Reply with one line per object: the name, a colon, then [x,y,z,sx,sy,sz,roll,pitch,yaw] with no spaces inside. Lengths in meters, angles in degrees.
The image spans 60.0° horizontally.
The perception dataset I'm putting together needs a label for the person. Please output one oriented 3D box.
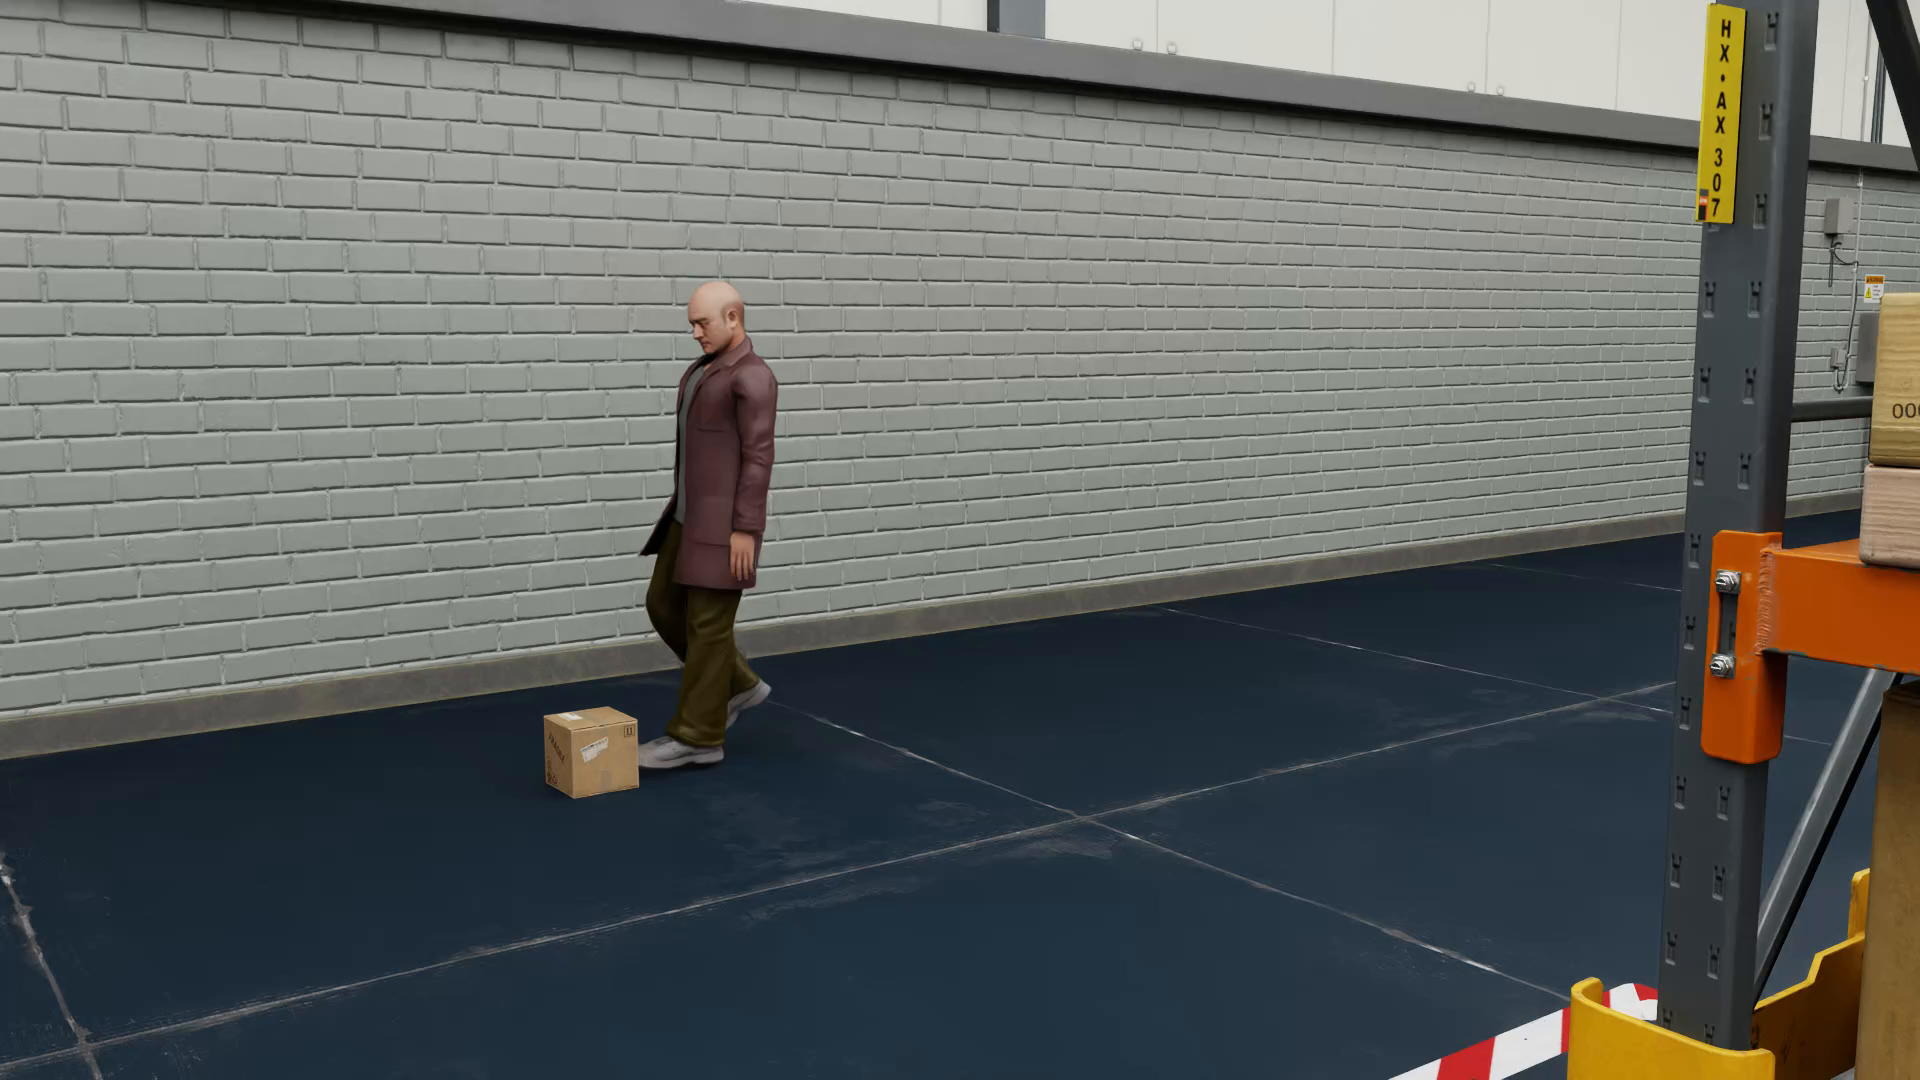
person: [-0.950,-0.057,6.119,0.632,1.772,0.604,-4,9,-28]
